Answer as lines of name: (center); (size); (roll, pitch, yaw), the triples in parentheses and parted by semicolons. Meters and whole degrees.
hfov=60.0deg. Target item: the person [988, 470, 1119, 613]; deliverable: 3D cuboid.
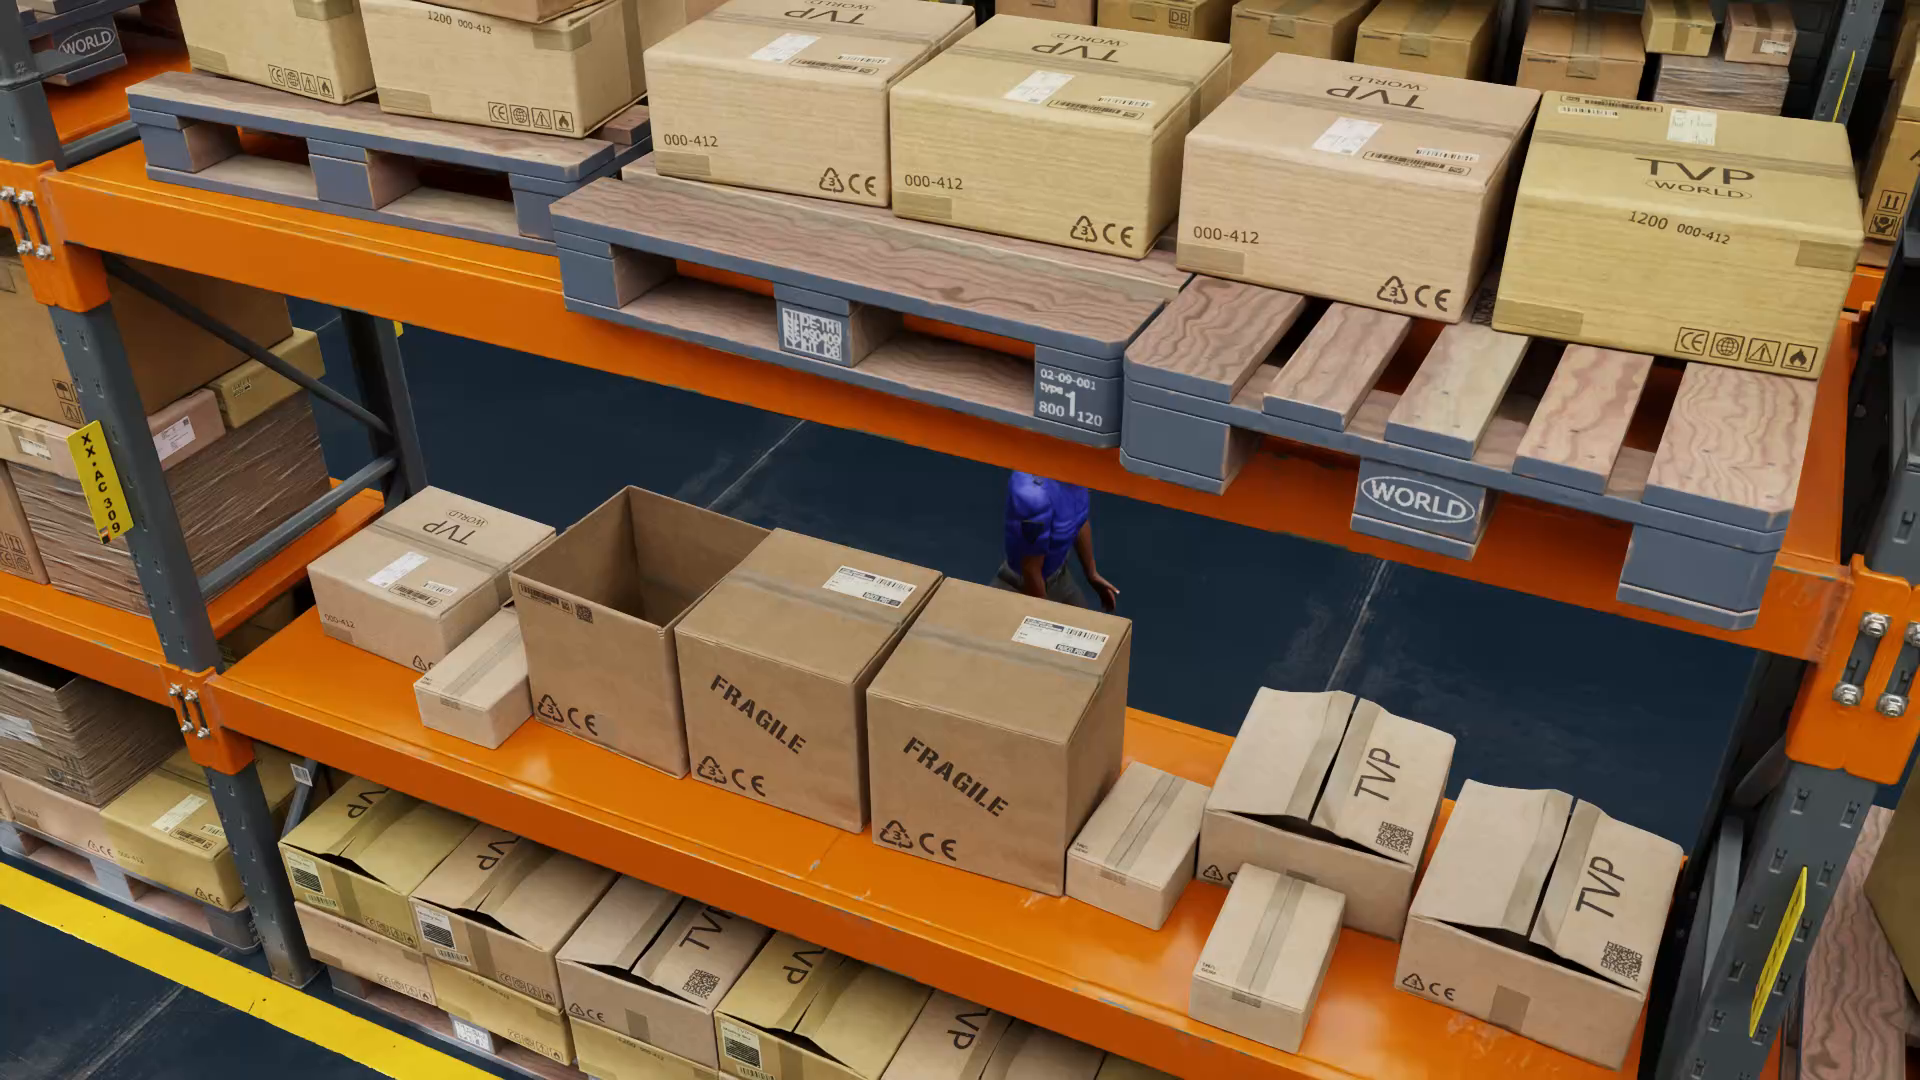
person: (0.320, 0.199, 5.924); (0.411, 1.588, 0.465); (16, 37, 22)
